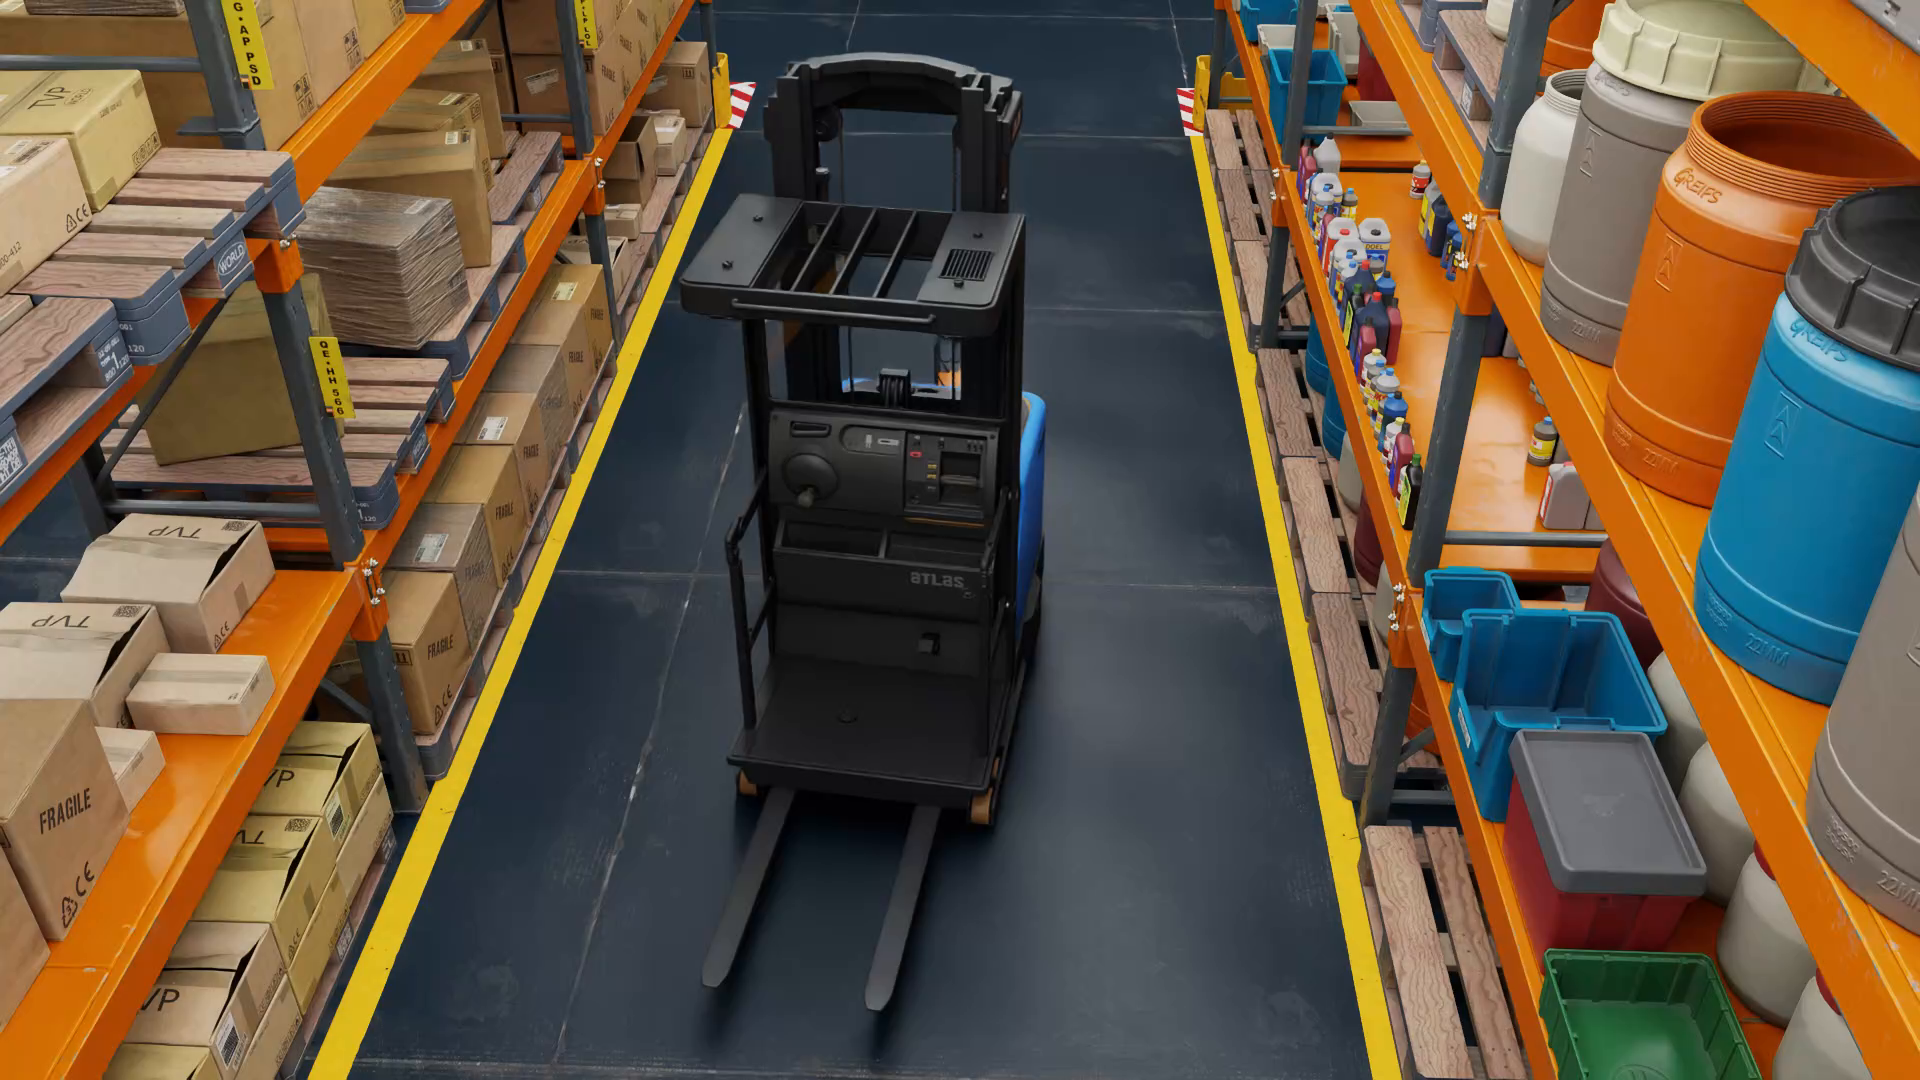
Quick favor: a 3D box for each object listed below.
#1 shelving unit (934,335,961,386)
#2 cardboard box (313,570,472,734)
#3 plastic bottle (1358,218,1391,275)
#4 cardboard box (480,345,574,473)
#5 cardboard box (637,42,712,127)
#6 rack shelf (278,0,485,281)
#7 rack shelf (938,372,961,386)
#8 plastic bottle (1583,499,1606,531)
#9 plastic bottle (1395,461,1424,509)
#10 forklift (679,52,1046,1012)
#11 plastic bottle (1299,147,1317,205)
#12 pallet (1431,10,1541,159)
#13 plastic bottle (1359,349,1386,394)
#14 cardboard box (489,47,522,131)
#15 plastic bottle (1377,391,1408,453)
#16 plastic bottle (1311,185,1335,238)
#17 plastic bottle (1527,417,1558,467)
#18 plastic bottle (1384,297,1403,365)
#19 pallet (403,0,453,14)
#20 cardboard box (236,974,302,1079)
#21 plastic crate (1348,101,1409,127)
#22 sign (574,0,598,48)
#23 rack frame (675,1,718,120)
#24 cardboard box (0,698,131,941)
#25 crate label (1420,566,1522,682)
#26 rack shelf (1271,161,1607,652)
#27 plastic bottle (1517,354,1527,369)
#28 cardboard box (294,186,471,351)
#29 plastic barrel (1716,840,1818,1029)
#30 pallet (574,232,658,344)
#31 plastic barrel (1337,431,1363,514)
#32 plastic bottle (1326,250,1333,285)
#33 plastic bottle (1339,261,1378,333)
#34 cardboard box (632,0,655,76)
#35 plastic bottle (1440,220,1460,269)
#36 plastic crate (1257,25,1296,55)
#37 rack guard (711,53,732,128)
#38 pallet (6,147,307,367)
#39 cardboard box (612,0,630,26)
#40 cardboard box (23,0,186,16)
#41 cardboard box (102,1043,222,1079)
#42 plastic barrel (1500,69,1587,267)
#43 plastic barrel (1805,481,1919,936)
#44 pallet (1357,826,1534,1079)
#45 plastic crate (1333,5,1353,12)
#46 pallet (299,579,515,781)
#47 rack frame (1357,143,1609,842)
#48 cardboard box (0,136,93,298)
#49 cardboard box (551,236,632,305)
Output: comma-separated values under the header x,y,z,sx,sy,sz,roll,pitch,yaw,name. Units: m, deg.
x,y,z,sx,sy,sz,roll,pitch,yaw,name
-0.001,-0.483,8.339,0.258,1.200,0.189,1,35,2,shelving unit
-2.475,0.477,7.199,0.500,0.500,0.500,3,35,4,cardboard box
2.046,-1.449,8.256,0.152,0.276,0.135,1,35,2,plastic bottle
-2.401,-0.704,8.880,0.500,0.500,0.500,2,35,2,cardboard box
-2.234,-3.546,12.924,0.500,0.500,0.500,1,35,2,cardboard box
-2.699,-2.193,7.224,1.077,0.370,4.000,1,35,2,rack shelf
-0.001,-0.741,8.157,0.258,0.103,0.180,1,35,2,rack shelf
2.510,-0.184,6.457,0.152,0.276,0.135,1,35,2,plastic bottle
1.783,-0.221,6.574,0.097,0.201,0.097,0,35,0,plastic bottle
-0.344,-0.230,6.473,1.130,2.935,3.031,6,36,8,forklift
1.884,-1.967,8.987,0.061,0.283,0.133,1,35,2,plastic bottle
2.298,-1.581,5.892,1.003,0.211,1.213,1,35,2,pallet
1.819,-0.745,7.320,0.097,0.201,0.097,0,35,0,plastic bottle
-2.855,-2.743,9.903,0.500,0.500,0.500,2,35,3,cardboard box
1.800,-0.494,6.902,0.097,0.271,0.097,0,35,0,plastic bottle
1.885,-1.706,8.627,0.097,0.271,0.097,0,35,0,plastic bottle
2.403,-0.412,6.846,0.097,0.201,0.097,0,35,0,plastic bottle
1.957,-0.948,7.538,0.061,0.283,0.133,1,35,2,plastic bottle
-2.754,-2.590,7.327,1.213,0.211,1.003,1,35,2,pallet
-2.597,1.736,5.644,0.500,0.250,0.500,2,35,3,cardboard box
2.492,-2.473,9.783,0.396,0.136,0.243,1,35,2,plastic crate
-2.064,-2.872,9.166,0.100,0.325,0.005,1,35,2,sign
-2.458,-4.707,12.784,1.000,3.000,0.127,1,35,2,rack frame
-2.830,0.813,4.843,0.500,0.500,0.500,0,35,-1,cardboard box
1.778,0.308,5.795,0.303,0.233,0.416,1,35,2,crate label
2.250,-0.849,7.920,1.077,0.370,4.000,1,35,2,rack shelf
2.589,-0.912,7.497,0.097,0.271,0.097,0,35,0,plastic bottle
-2.639,-1.209,7.355,0.700,0.500,0.500,8,36,11,cardboard box
2.314,1.034,4.498,0.433,0.535,0.433,0,35,0,plastic barrel
-2.590,-1.662,10.878,1.003,0.211,1.213,1,35,2,pallet
2.151,-0.405,8.461,0.421,0.512,0.421,0,35,0,plastic barrel
1.862,-1.356,8.189,0.097,0.201,0.097,0,35,0,plastic bottle
1.867,-1.146,7.761,0.144,0.351,0.185,1,35,2,plastic bottle
-2.286,-3.318,10.721,0.500,0.500,0.500,1,35,2,cardboard box
2.477,-1.498,8.331,0.097,0.271,0.097,0,35,0,plastic bottle
2.100,-3.216,10.841,0.293,0.136,0.466,1,35,2,plastic crate
-2.461,-3.641,13.441,1.175,0.500,0.348,1,35,2,rack guard
-2.717,-0.869,4.878,1.213,0.211,1.003,3,35,4,pallet
-2.298,-3.419,9.996,0.500,0.500,0.500,0,35,0,cardboard box
-2.755,-2.038,5.422,0.500,0.500,0.500,1,35,2,cardboard box
-2.614,1.796,5.070,0.500,0.311,0.500,2,35,3,cardboard box
1.851,-1.096,4.940,0.421,0.512,0.421,0,35,0,plastic barrel
1.839,0.199,2.759,0.600,0.901,0.600,0,35,0,plastic barrel
2.100,1.591,6.248,1.003,0.211,1.213,1,35,2,pallet
2.665,-3.361,10.962,0.416,0.233,0.300,1,35,2,plastic crate
-2.712,0.602,7.655,1.003,0.211,1.213,1,35,2,pallet
2.170,0.006,6.079,1.000,3.000,0.127,1,35,2,rack frame
-2.744,-0.885,4.502,0.500,0.250,0.500,2,35,3,cardboard box
-2.386,-1.725,10.497,0.500,0.311,0.500,1,35,2,cardboard box
